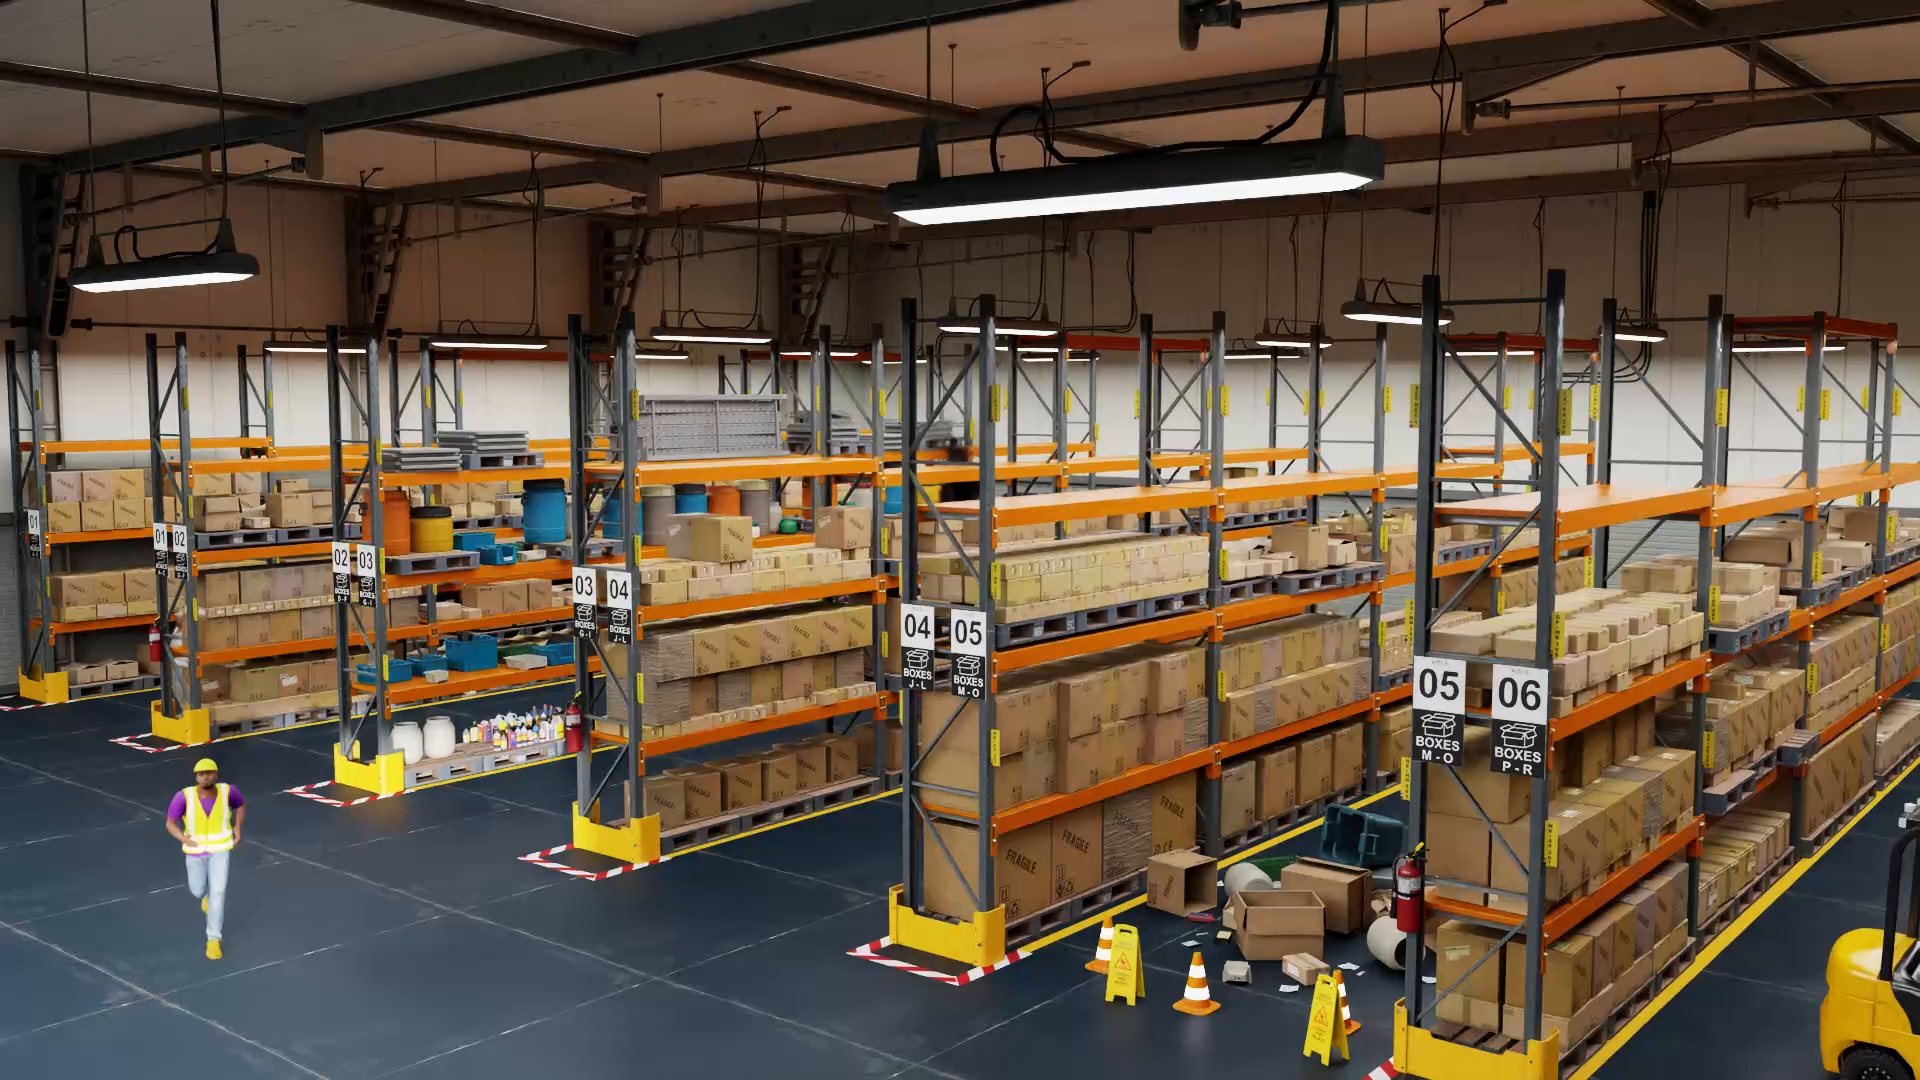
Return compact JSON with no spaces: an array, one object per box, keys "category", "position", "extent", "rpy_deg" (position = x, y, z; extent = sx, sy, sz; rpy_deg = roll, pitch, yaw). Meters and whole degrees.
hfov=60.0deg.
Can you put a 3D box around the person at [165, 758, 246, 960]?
[{"category":"person","position":[-7.049,2.906,15.549],"extent":[0.666,1.763,1.139],"rpy_deg":[-2,5,-18]}]

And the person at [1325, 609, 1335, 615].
[{"category":"person","position":[5.784,1.937,26.126],"extent":[0.665,1.706,0.991],"rpy_deg":[3,6,33]}]

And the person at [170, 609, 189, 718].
[{"category":"person","position":[-12.161,1.946,26.161],"extent":[0.734,1.739,0.630],"rpy_deg":[4,6,35]}]

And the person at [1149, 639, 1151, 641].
[{"category":"person","position":[2.397,2.084,21.774],"extent":[0.584,1.777,0.731],"rpy_deg":[4,6,36]}]
